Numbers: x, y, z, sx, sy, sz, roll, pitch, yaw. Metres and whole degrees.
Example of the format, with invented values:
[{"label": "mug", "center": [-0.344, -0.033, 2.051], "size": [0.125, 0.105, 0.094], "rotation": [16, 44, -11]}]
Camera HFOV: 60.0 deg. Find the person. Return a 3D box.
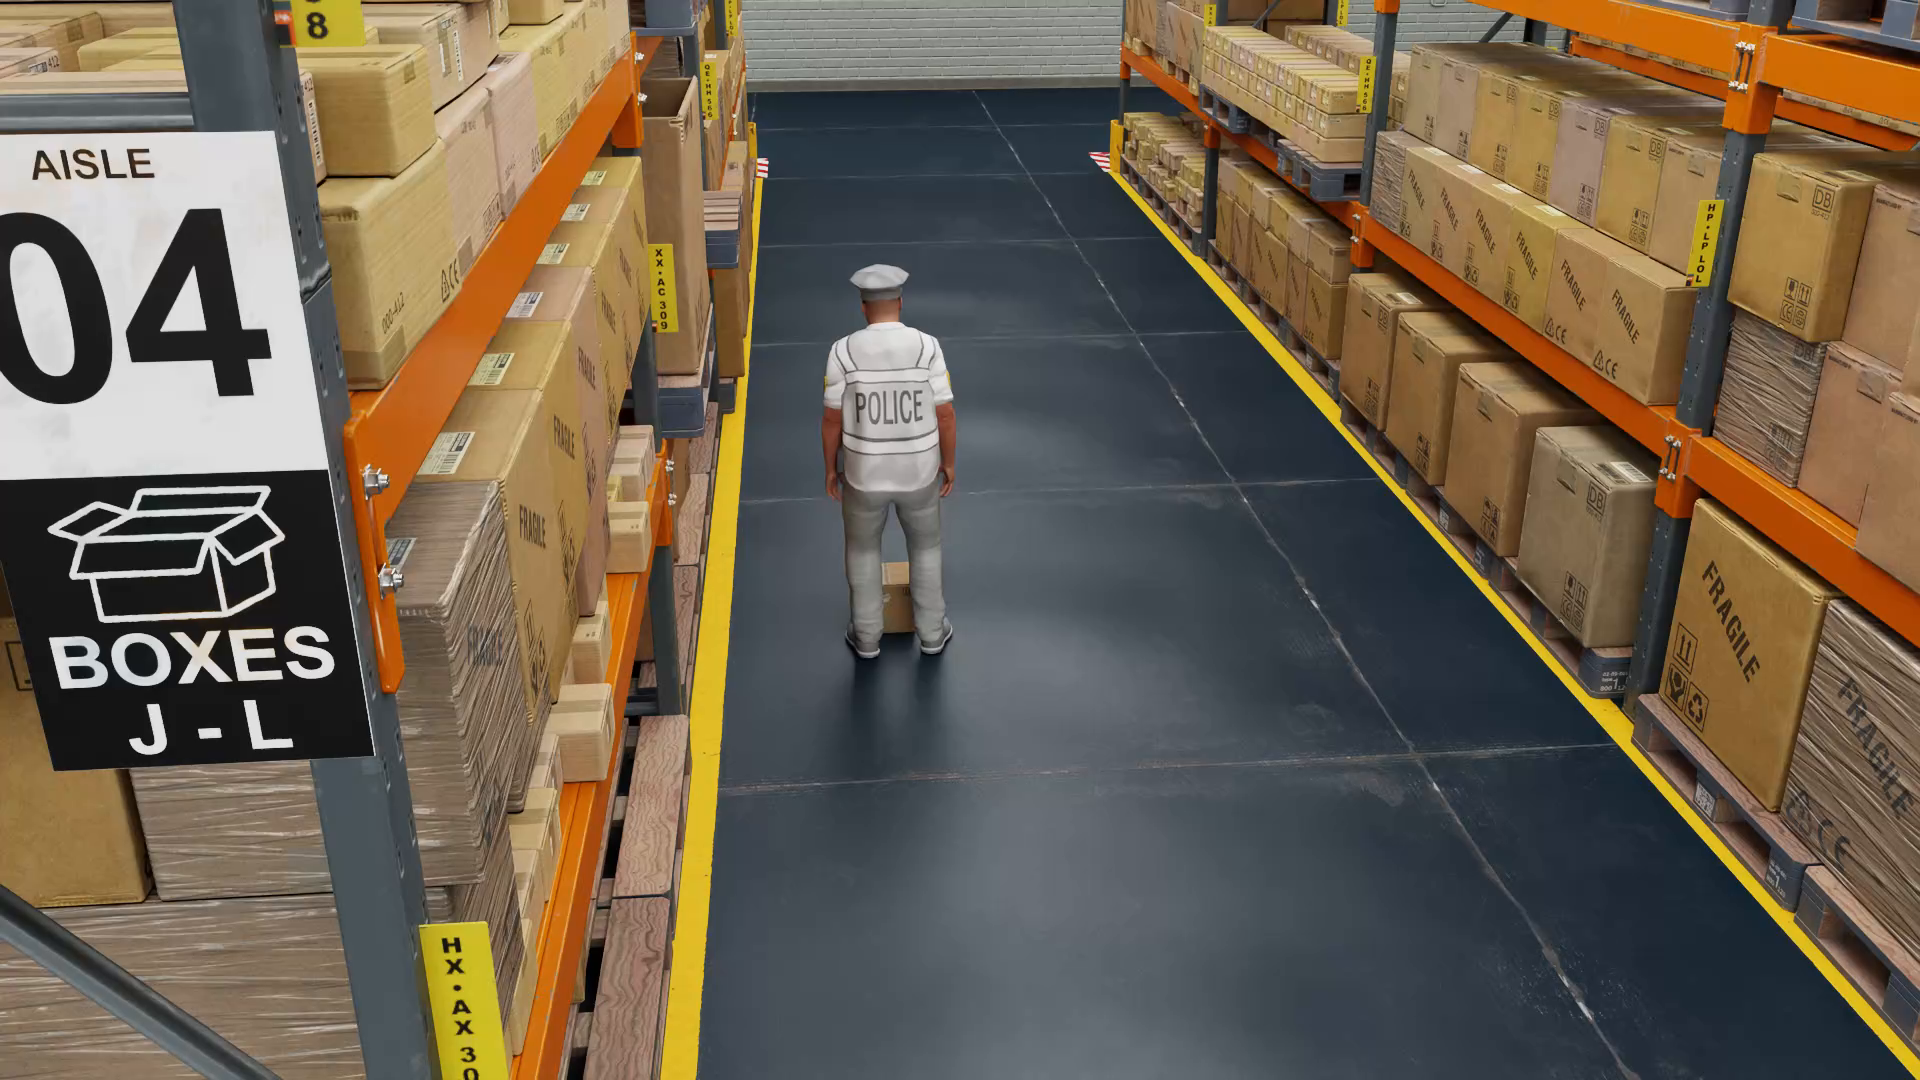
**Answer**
[{"label": "person", "center": [-0.307, -0.307, 7.293], "size": [0.585, 1.747, 0.439], "rotation": [-2, 24, -5]}]
